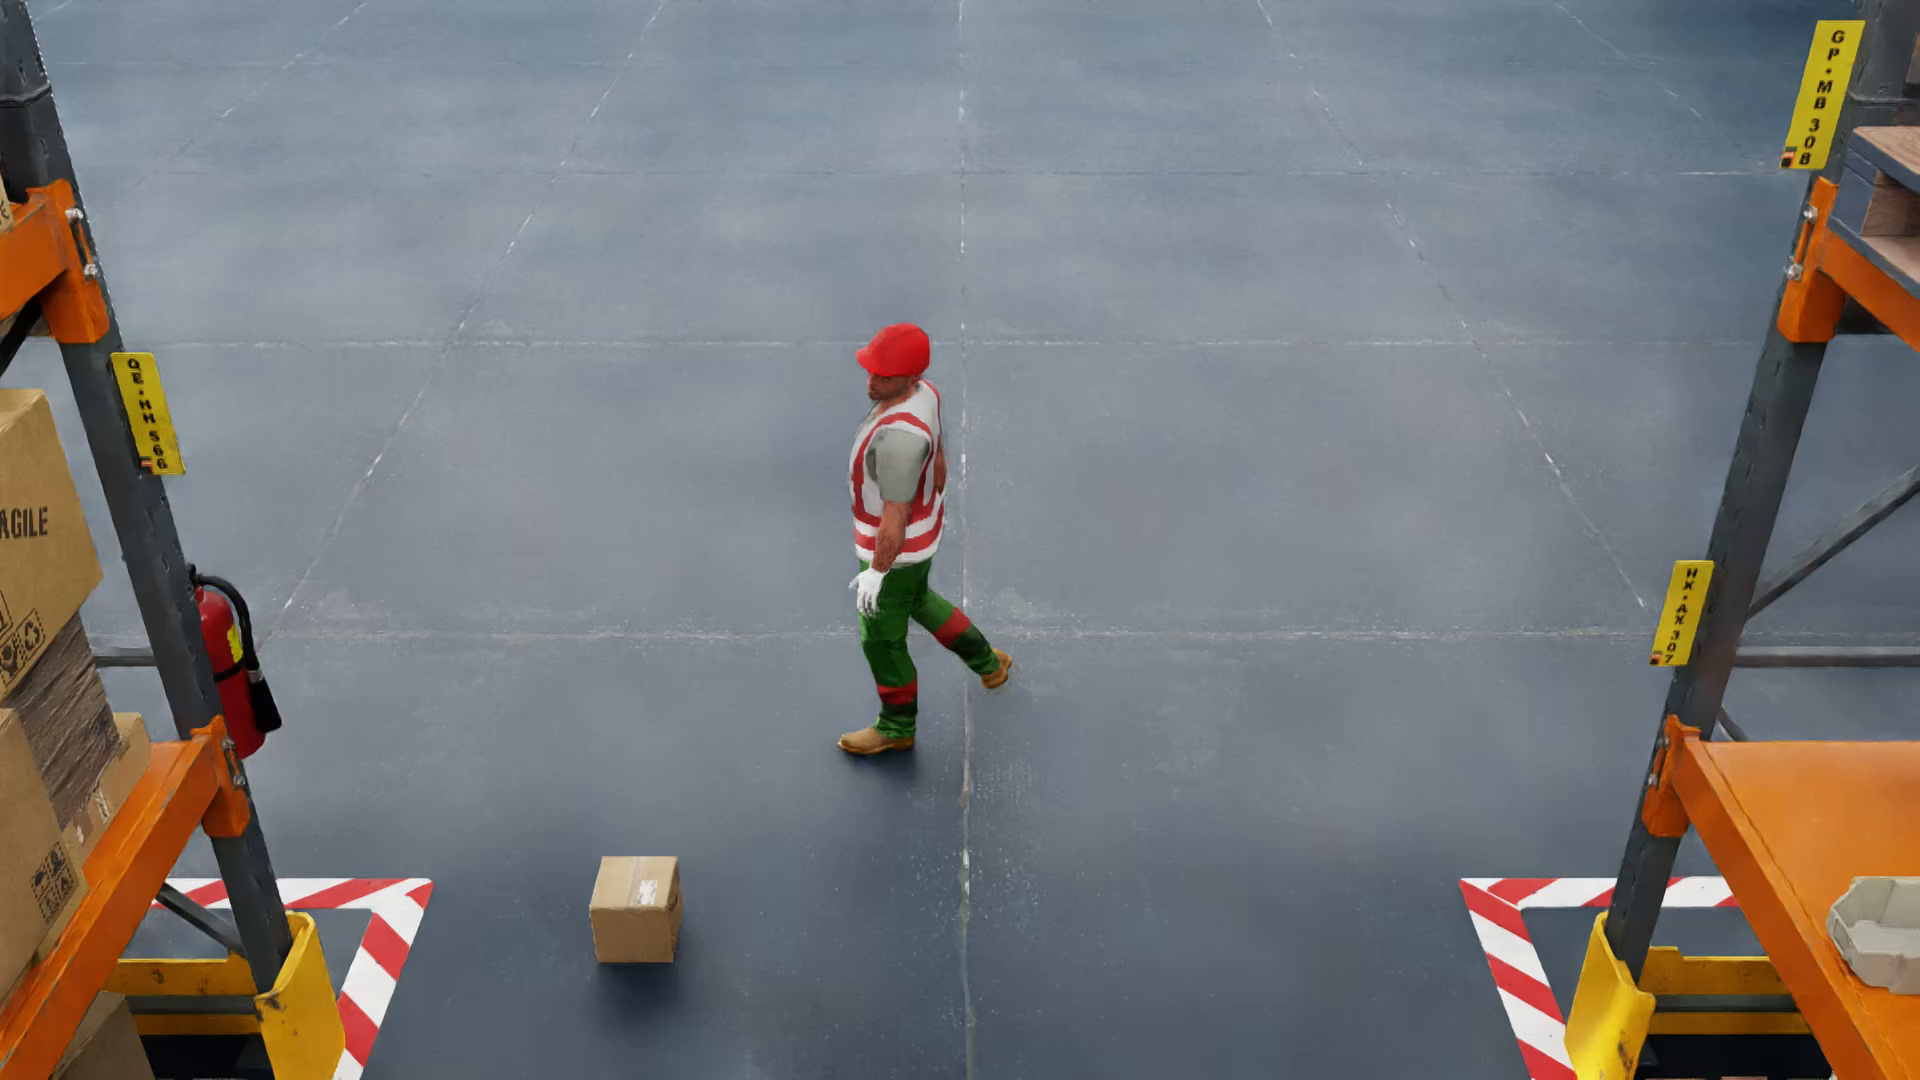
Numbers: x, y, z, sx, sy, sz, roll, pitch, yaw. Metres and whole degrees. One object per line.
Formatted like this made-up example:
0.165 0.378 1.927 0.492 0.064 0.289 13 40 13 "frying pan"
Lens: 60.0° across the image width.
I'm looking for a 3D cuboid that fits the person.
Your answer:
-0.137 -0.015 6.140 0.628 1.786 0.737 4 31 7 "person"
